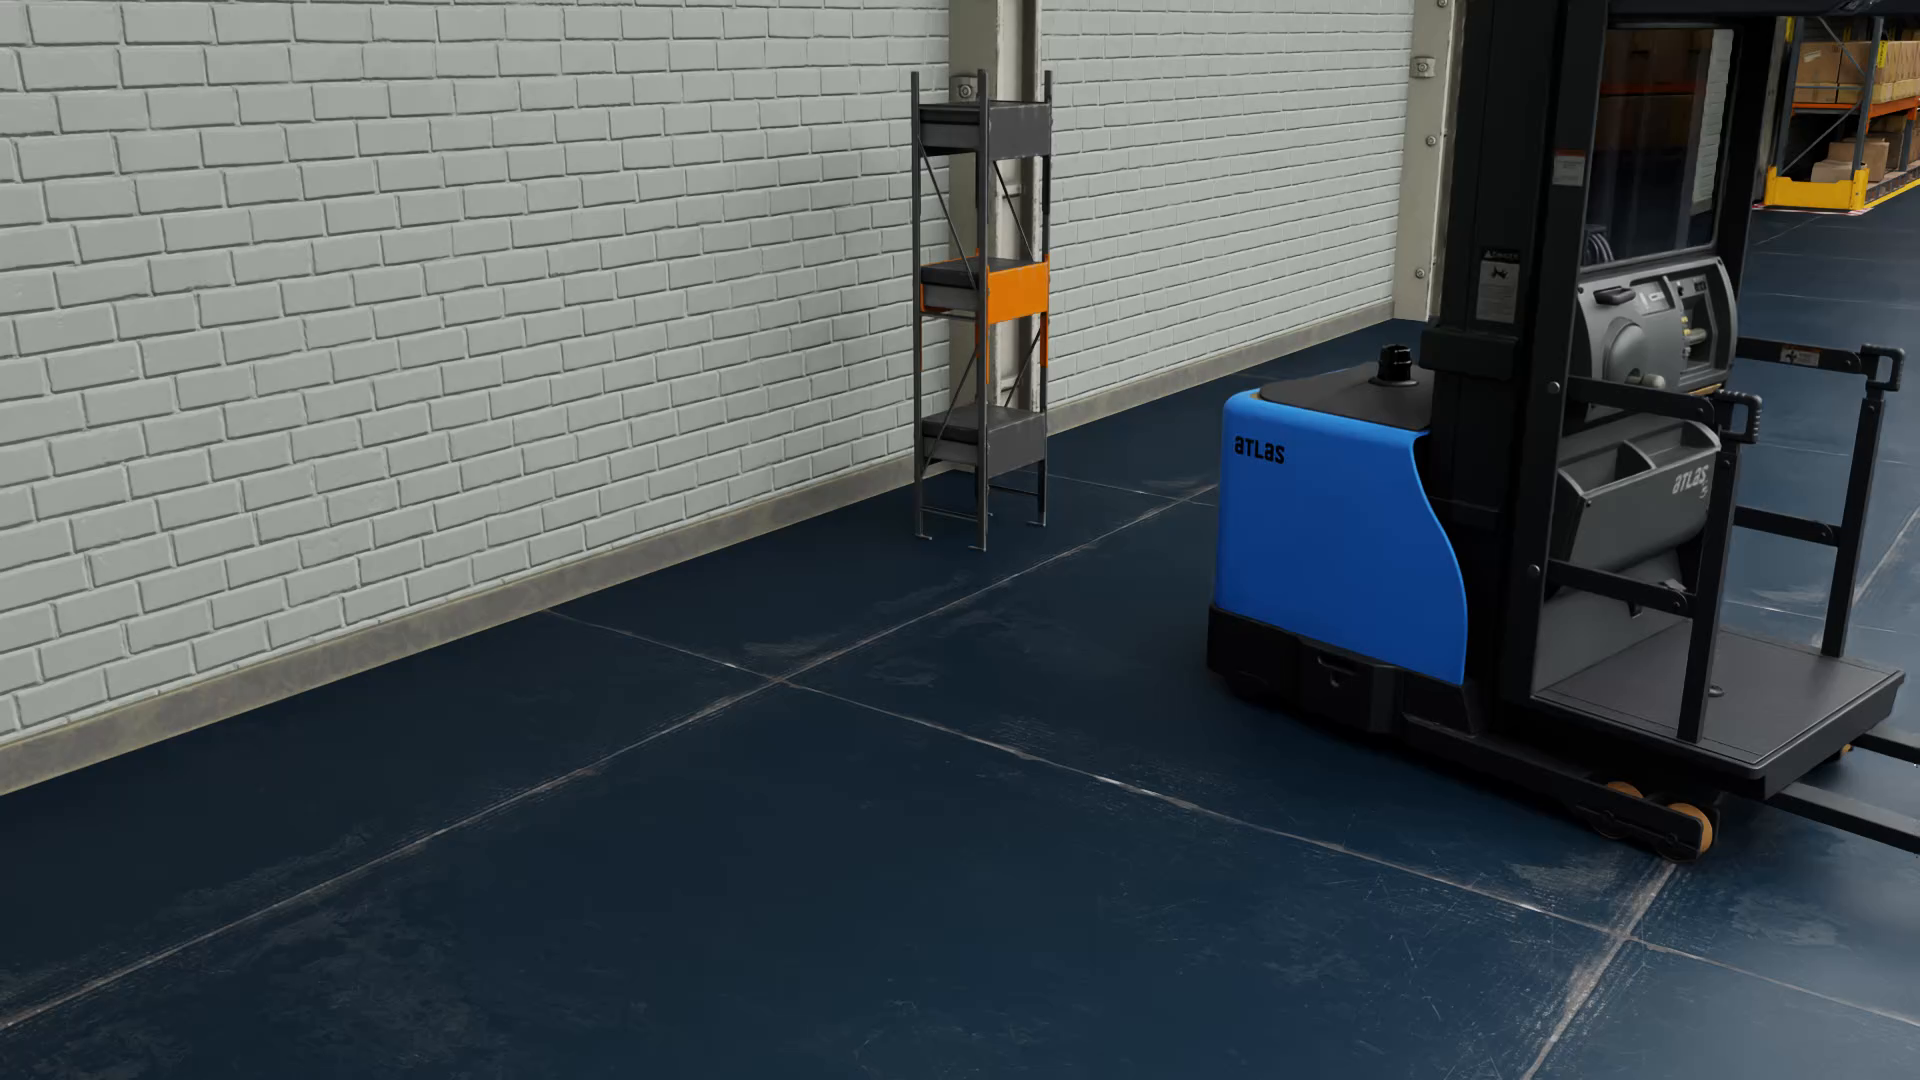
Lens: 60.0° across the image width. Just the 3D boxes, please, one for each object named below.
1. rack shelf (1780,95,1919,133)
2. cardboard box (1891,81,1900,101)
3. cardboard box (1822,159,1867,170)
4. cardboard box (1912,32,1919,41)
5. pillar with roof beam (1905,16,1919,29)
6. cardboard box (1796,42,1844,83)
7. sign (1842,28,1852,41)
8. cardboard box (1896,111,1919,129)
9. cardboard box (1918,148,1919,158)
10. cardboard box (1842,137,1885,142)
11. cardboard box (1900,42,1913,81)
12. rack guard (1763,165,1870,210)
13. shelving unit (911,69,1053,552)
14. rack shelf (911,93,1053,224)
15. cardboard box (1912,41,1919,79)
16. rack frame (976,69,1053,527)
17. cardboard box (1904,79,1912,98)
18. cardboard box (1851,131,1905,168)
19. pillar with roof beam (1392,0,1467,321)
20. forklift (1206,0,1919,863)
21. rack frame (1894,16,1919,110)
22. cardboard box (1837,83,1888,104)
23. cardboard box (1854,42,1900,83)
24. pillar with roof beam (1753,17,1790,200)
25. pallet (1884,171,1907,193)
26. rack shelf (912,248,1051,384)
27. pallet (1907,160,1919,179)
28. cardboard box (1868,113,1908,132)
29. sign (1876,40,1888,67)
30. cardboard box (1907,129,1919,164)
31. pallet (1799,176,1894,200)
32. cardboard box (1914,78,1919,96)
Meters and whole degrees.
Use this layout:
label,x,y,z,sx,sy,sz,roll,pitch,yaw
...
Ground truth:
label,x,y,z,sx,sy,sz,roll,pitch,yaw
rack shelf,12.373,-5.943,23.035,1.077,0.370,4.000,12,21,35
cardboard box,12.333,-6.054,22.401,0.500,0.250,0.500,12,21,34
cardboard box,12.006,-5.021,22.645,0.500,0.311,0.500,15,22,39
cardboard box,15.587,-8.116,26.817,0.380,0.149,0.250,9,19,26
pillar with roof beam,21.511,-11.092,28.288,9.100,9.000,0.400,12,21,35
cardboard box,11.292,-6.256,21.785,0.500,0.500,0.500,12,21,34
sign,13.117,-7.413,24.604,0.100,0.325,0.005,12,21,35
cardboard box,14.869,-6.661,26.344,0.500,0.250,0.500,12,21,34
cardboard box,15.161,-6.449,26.925,0.700,0.500,0.500,12,21,35
cardboard box,12.978,-5.525,23.949,0.500,0.500,0.500,11,20,31
cardboard box,12.621,-6.529,22.667,0.500,0.500,0.500,13,22,36
rack guard,11.227,-4.634,21.824,1.175,0.500,0.348,12,21,35
shelving unit,0.099,-1.042,7.559,0.431,2.100,0.503,12,21,35
rack shelf,0.099,-1.698,7.356,0.431,0.518,0.480,12,21,35
cardboard box,13.239,-6.772,23.446,0.500,0.500,0.500,12,21,34
rack frame,0.244,-1.100,7.746,0.400,2.100,0.015,12,21,35
cardboard box,12.935,-6.294,23.174,0.500,0.250,0.500,12,21,34
cardboard box,13.990,-5.957,25.342,0.700,0.500,0.500,13,22,37
pillar with roof beam,7.211,-5.376,9.881,9.100,9.000,0.400,12,21,35
forklift,2.253,-0.646,4.881,1.130,2.935,3.031,-15,23,-40
rack frame,15.948,-7.715,27.531,1.000,3.000,0.127,12,21,35
cardboard box,11.727,-5.808,21.608,0.500,0.250,0.500,12,21,33
cardboard box,12.010,-6.282,21.871,0.500,0.500,0.500,12,21,35
pillar with roof beam,14.361,-8.234,19.085,9.100,9.000,0.400,12,21,35
pallet,13.193,-5.265,24.341,1.003,0.211,1.213,12,21,35
rack shelf,0.099,-1.029,7.563,0.431,0.518,0.480,12,21,35
pallet,14.754,-5.908,26.414,1.003,0.211,1.213,12,21,35
cardboard box,14.250,-6.421,25.571,0.500,0.250,0.500,12,21,34
sign,11.617,-6.127,20.958,0.100,0.325,0.005,12,21,35
cardboard box,14.594,-6.204,26.135,0.700,0.500,0.500,13,21,35
pallet,12.467,-4.973,23.401,1.003,0.211,1.213,12,21,35
cardboard box,13.526,-6.534,23.946,0.500,0.250,0.500,12,21,35
